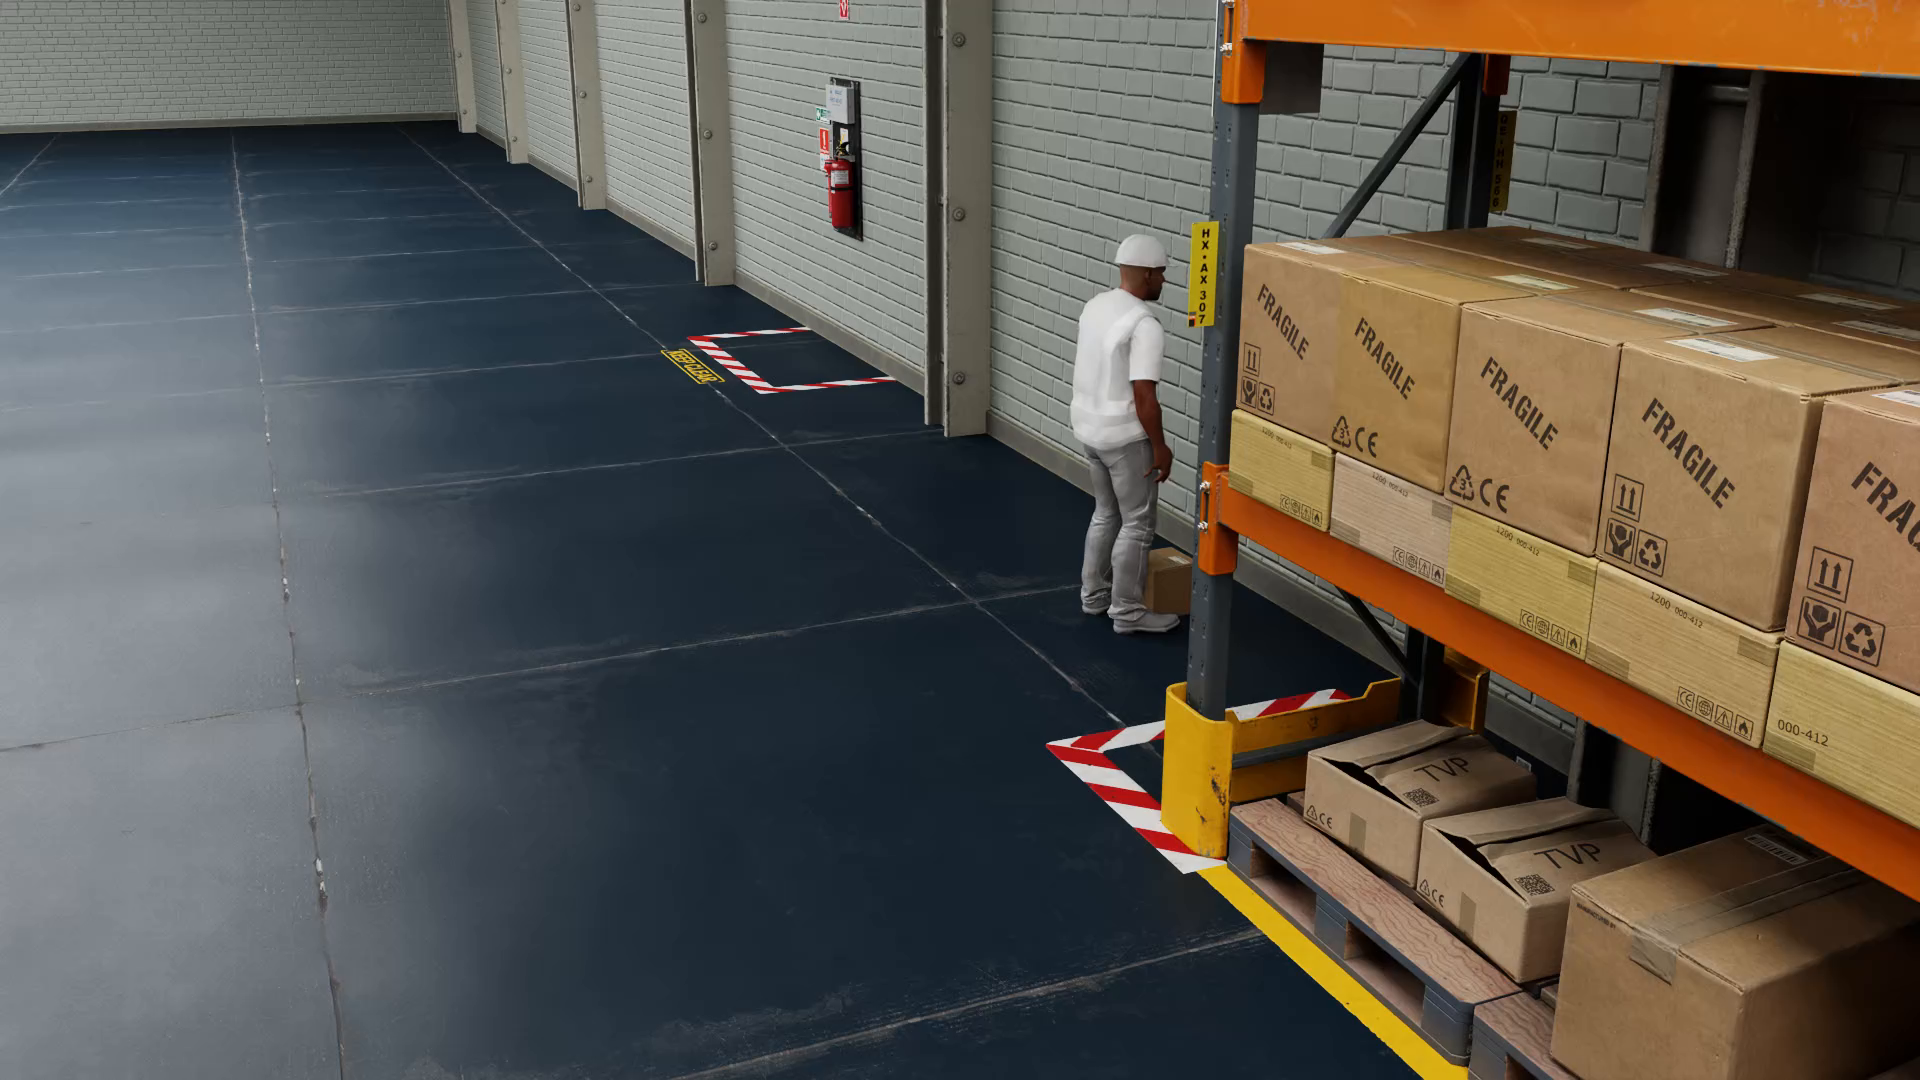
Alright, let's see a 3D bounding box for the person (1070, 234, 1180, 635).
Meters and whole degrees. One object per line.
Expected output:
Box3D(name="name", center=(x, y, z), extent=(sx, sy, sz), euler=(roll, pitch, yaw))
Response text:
Box3D(name="person", center=(0.744, -0.478, 7.443), extent=(0.456, 1.761, 0.627), euler=(-8, 20, -22))
